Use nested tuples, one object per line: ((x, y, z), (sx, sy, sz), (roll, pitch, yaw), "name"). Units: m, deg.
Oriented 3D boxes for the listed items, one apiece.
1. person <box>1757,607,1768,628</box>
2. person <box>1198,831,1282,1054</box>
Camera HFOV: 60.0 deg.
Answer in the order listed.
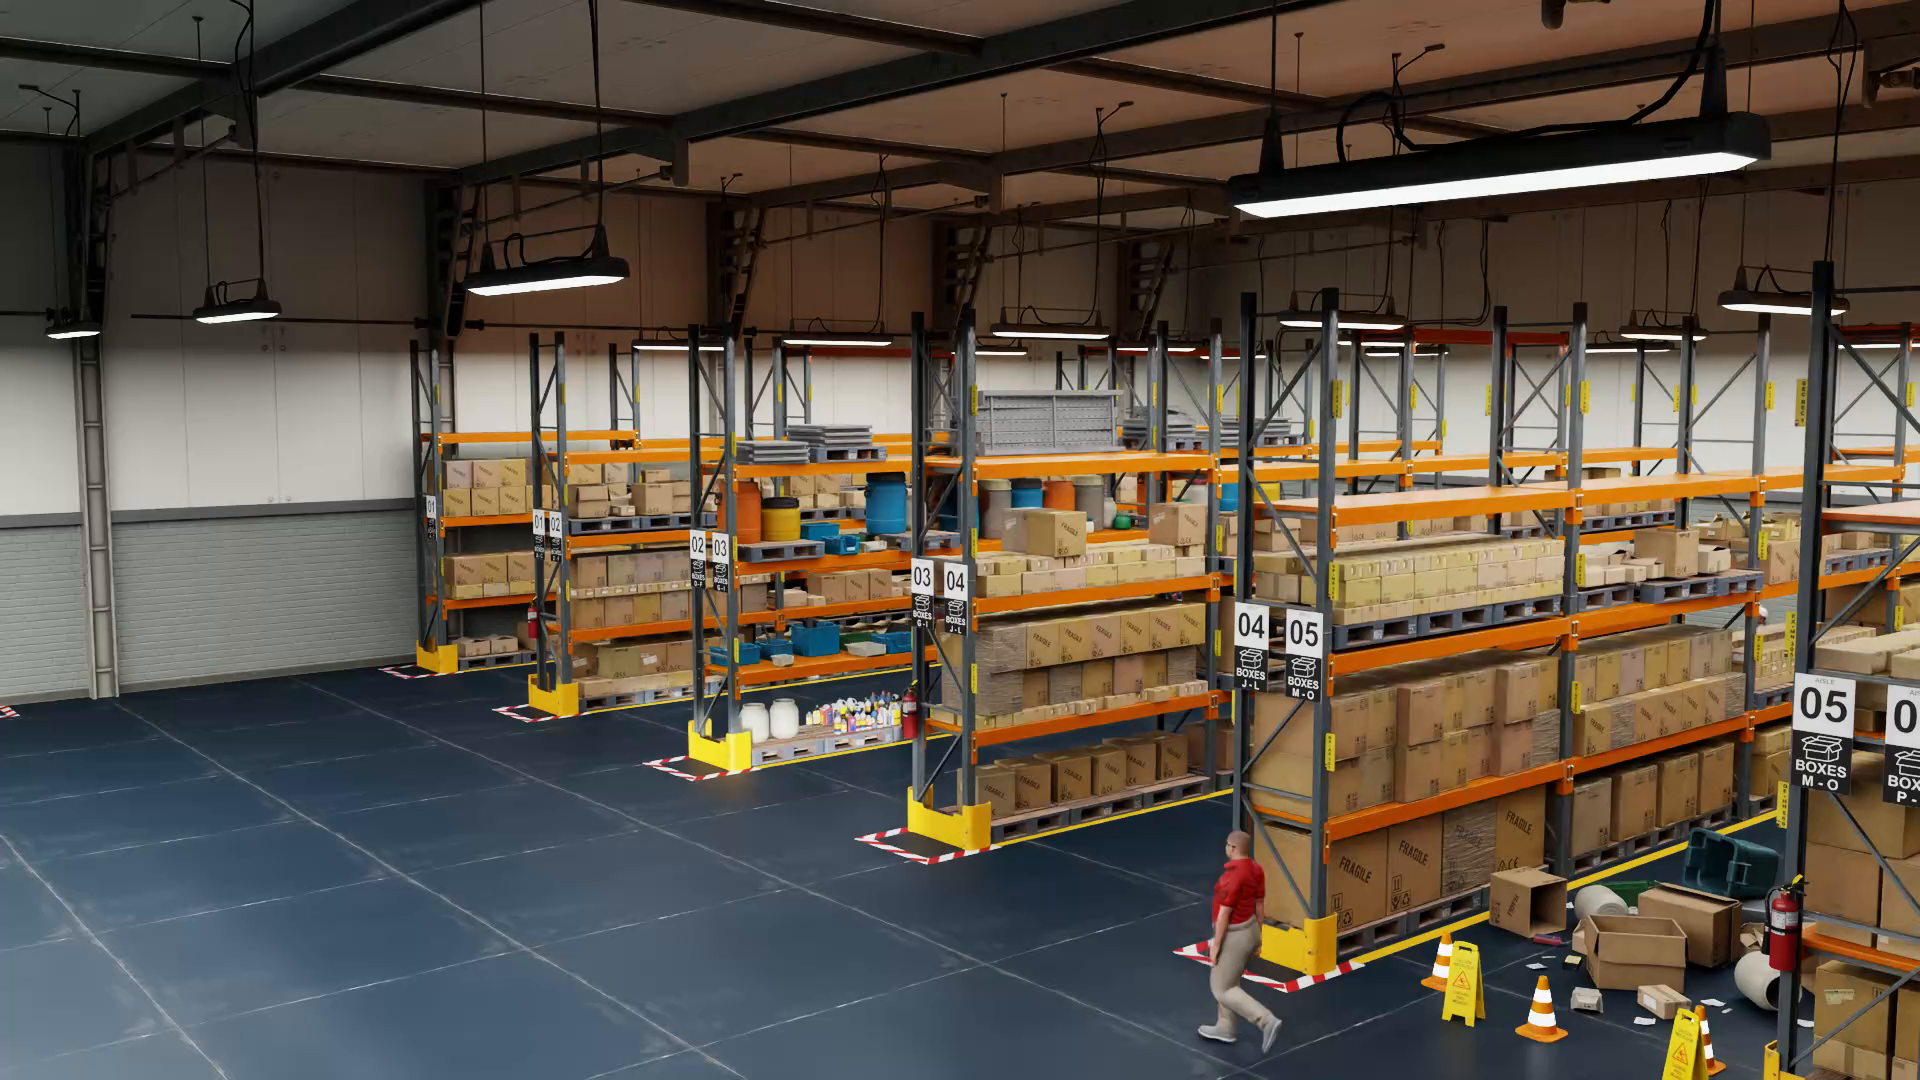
((12.364, 1.907, 25.851), (0.984, 1.735, 0.624), (-5, 7, -41), "person")
((2.178, 3.108, 12.910), (0.761, 1.713, 0.522), (3, 6, 29), "person")
